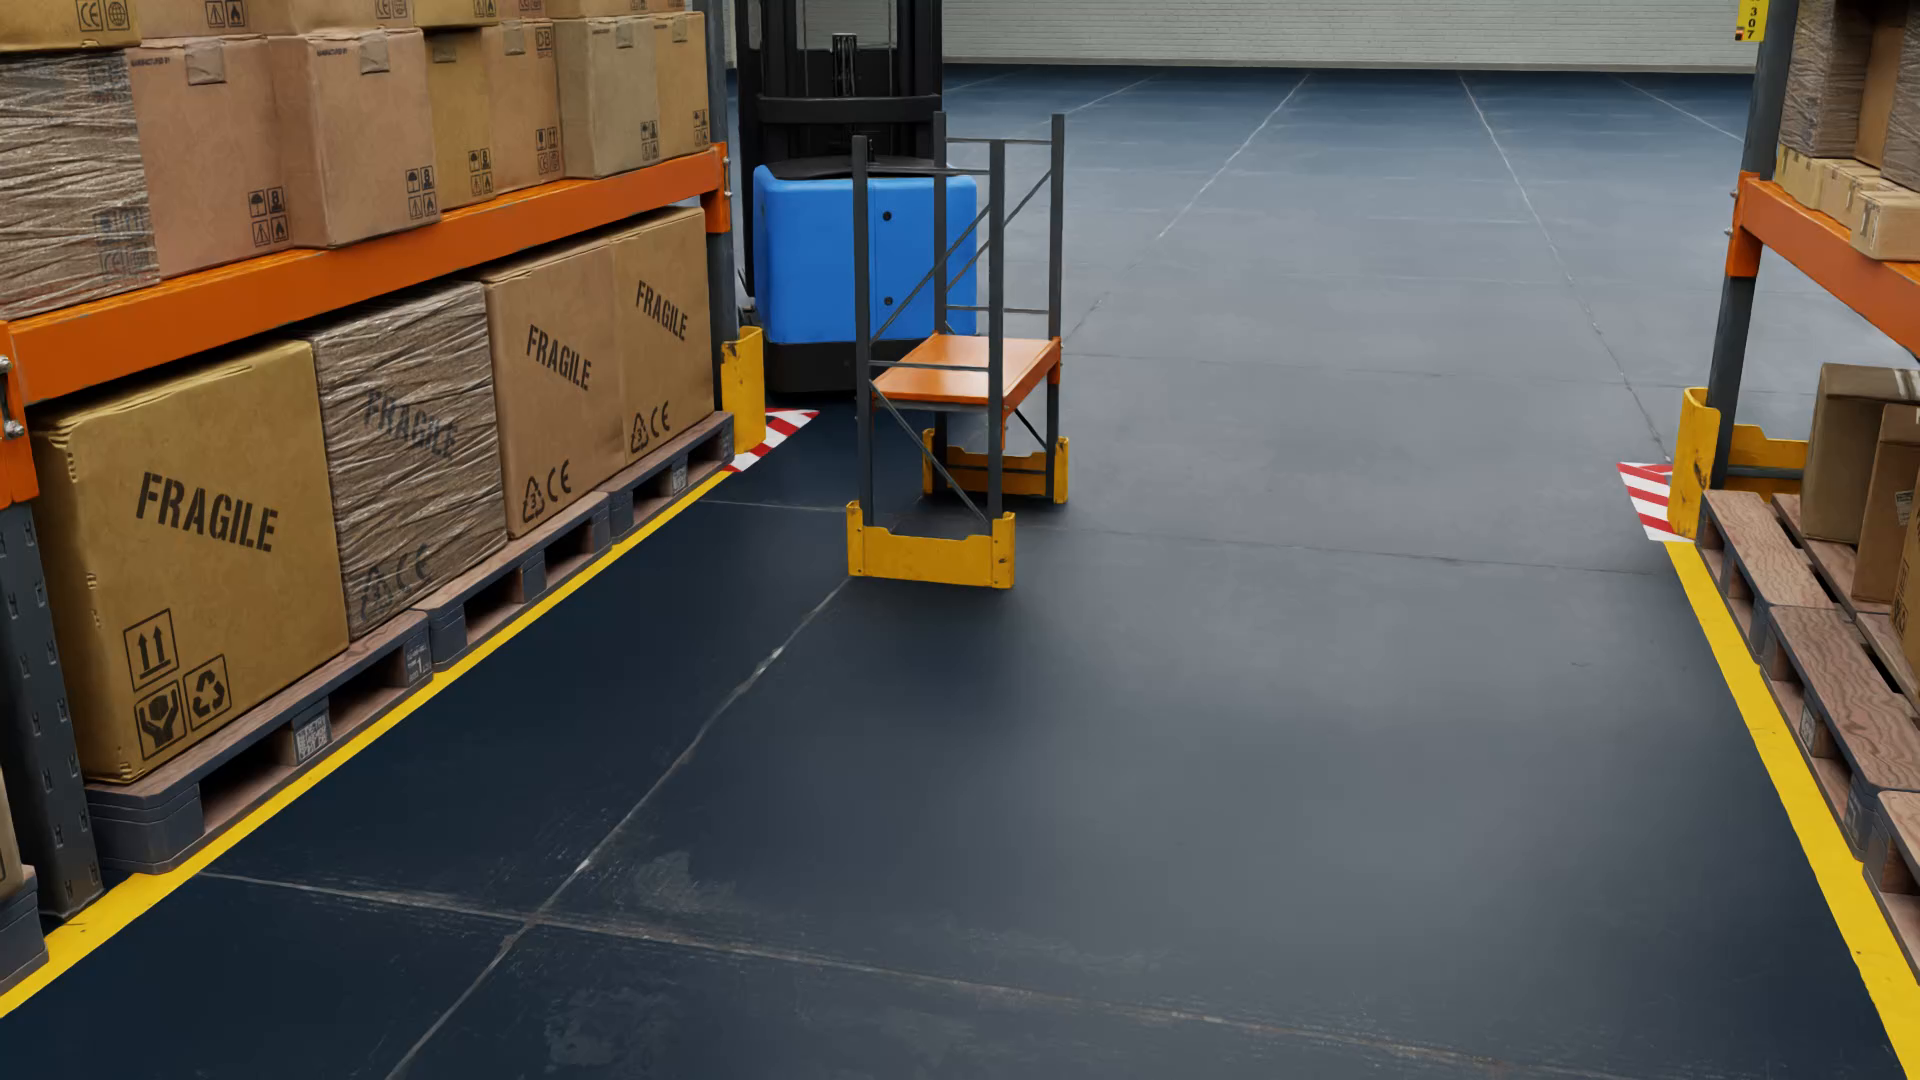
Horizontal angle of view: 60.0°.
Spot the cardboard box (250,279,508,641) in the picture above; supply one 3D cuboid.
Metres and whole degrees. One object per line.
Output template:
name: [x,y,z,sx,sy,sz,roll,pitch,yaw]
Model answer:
cardboard box: [-2.018,-0.295,5.048,0.875,0.875,0.875,5,19,14]

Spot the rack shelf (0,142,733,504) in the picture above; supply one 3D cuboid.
rack shelf: [-1.968,-0.914,5.335,1.077,0.370,4.000,5,19,13]

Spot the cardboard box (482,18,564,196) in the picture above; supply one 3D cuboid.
cardboard box: [-1.897,-1.492,5.684,0.875,0.550,0.550,5,19,13]

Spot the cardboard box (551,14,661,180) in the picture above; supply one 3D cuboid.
cardboard box: [-1.639,-1.658,6.169,0.875,0.550,0.550,5,19,13]

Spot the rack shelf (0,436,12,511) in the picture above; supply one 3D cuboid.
rack shelf: [-2.945,0.340,1.664,1.077,0.370,4.000,5,19,13]

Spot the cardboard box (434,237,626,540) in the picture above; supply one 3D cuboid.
cardboard box: [-1.793,-0.581,5.884,0.875,0.875,0.875,4,19,13]

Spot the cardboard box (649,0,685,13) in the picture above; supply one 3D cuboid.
cardboard box: [-1.607,-2.350,6.523,0.875,0.550,0.550,5,19,13]

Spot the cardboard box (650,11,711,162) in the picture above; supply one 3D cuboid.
cardboard box: [-1.526,-1.832,6.679,0.875,0.550,0.550,5,19,13]

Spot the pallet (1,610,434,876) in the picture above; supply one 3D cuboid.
pallet: [-2.194,0.460,4.514,1.003,0.211,1.213,5,19,13]

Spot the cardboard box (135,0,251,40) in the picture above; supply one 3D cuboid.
cardboard box: [-2.311,-1.504,4.047,0.875,0.550,0.550,5,19,13]

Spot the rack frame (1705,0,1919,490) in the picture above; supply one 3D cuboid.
rack frame: [3.306,-1.458,5.814,1.000,3.000,0.127,5,19,13]

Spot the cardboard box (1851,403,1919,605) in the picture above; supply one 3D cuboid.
cardboard box: [3.024,-0.089,5.025,0.500,0.500,0.500,10,21,28]

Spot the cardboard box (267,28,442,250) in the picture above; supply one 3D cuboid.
cardboard box: [-2.019,-1.149,4.679,0.875,0.550,0.550,5,19,13]

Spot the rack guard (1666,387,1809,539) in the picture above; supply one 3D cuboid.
rack guard: [3.288,-0.251,6.149,1.175,0.500,0.348,5,19,13]

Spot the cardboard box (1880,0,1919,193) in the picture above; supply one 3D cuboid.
cardboard box: [2.975,-1.156,4.316,0.875,0.500,0.500,5,19,13]

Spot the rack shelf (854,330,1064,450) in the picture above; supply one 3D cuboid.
rack shelf: [0.021,-0.566,6.082,0.538,0.185,1.000,5,19,13]

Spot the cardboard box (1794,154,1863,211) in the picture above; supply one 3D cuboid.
cardboard box: [2.850,-1.114,5.198,0.380,0.149,0.250,5,19,13]

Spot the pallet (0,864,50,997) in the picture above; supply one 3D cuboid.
pallet: [-2.572,0.940,3.108,1.003,0.211,1.213,5,19,13]

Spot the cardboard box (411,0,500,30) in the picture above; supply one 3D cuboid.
cardboard box: [-1.924,-1.829,4.999,0.875,0.550,0.500,5,19,13]

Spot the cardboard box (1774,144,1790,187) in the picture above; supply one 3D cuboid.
cardboard box: [3.005,-1.268,5.648,0.380,0.149,0.250,5,19,13]

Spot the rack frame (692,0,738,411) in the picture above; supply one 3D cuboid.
rack frame: [-1.479,-1.881,7.054,1.000,3.000,0.127,5,19,13]

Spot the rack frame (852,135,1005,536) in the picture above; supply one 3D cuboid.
rack frame: [-0.103,-0.577,5.557,0.500,1.500,0.032,5,19,13]

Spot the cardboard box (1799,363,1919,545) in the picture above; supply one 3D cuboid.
cardboard box: [3.137,-0.279,5.581,0.500,0.500,0.500,9,21,23]

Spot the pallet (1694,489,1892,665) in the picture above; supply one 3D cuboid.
pallet: [3.055,0.138,5.458,1.003,0.211,1.213,5,19,13]

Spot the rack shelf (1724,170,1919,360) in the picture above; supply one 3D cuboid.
rack shelf: [2.817,-0.490,4.095,1.077,0.370,4.000,5,19,13]

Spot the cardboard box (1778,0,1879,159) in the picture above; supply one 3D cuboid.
cardboard box: [3.145,-1.475,5.252,0.875,0.500,0.500,5,19,13]

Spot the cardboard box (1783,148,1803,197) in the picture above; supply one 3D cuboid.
cardboard box: [2.926,-1.191,5.423,0.380,0.149,0.250,5,19,13]

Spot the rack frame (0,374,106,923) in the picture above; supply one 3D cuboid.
rack frame: [-2.456,-0.627,3.383,1.000,3.000,0.127,5,19,13]

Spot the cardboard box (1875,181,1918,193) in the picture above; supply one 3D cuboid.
cardboard box: [2.706,-0.876,4.500,0.380,0.149,0.250,5,19,13]

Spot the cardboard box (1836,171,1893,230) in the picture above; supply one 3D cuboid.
cardboard box: [2.741,-0.956,4.736,0.380,0.149,0.250,5,19,13]

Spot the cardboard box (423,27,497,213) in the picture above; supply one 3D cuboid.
cardboard box: [-1.987,-1.323,5.188,0.875,0.550,0.500,5,19,13]

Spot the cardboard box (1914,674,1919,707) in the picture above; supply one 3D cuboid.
cardboard box: [2.673,0.277,3.953,0.500,0.500,0.500,3,19,9]

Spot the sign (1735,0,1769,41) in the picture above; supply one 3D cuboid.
sign: [2.780,-1.910,5.800,0.100,0.325,0.005,5,19,13]

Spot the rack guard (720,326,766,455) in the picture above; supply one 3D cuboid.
rack guard: [-1.473,-0.706,7.480,1.175,0.500,0.348,5,19,13]

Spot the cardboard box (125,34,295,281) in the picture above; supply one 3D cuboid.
cardboard box: [-2.265,-0.989,4.210,0.875,0.550,0.550,5,19,13]

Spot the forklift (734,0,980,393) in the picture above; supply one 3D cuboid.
forklift: [-0.686,-2.539,9.088,1.130,2.935,3.031,-4,19,-10]

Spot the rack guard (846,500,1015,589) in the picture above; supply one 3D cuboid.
rack guard: [-0.103,0.014,5.760,0.587,0.250,0.087,5,19,13]

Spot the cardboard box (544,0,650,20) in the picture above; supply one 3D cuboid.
cardboard box: [-1.652,-2.170,5.997,0.875,0.550,0.550,5,19,13]

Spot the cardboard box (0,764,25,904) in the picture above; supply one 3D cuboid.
cardboard box: [-2.521,0.440,3.089,1.050,0.750,0.750,5,19,13]

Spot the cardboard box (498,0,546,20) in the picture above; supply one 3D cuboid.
cardboard box: [-1.921,-2.005,5.515,0.875,0.550,0.550,5,19,13]

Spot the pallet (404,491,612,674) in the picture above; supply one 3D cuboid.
pallet: [-1.898,0.077,5.637,1.003,0.211,1.213,5,19,13]

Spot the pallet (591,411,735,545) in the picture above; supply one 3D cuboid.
pallet: [-1.598,-0.305,6.753,1.003,0.211,1.213,5,19,13]

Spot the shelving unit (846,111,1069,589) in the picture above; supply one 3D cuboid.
shelving unit: [0.019,-0.734,6.015,0.587,1.500,1.083,5,19,13]

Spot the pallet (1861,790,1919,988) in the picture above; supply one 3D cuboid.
pallet: [2.459,0.902,3.219,1.003,0.211,1.213,5,19,13]

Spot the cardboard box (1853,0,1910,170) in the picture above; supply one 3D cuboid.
cardboard box: [3.139,-1.309,4.765,0.875,0.500,0.500,5,19,13]

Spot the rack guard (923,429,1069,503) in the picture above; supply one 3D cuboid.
rack guard: [0.140,-0.298,6.674,0.587,0.250,0.087,5,19,13]

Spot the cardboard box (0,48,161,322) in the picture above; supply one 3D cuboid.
cardboard box: [-2.378,-0.815,3.700,0.875,0.550,0.550,5,19,13]

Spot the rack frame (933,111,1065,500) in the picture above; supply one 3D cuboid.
rack frame: [0.145,-0.896,6.490,0.500,1.500,0.032,5,19,13]

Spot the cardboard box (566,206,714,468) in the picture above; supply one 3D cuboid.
cardboard box: [-1.580,-0.856,6.692,0.875,0.875,0.875,5,19,14]

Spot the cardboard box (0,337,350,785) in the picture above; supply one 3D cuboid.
cardboard box: [-2.235,-0.012,4.220,0.875,0.875,0.875,5,19,14]

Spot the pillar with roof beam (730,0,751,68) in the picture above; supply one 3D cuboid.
pillar with roof beam: [-0.657,-14.386,34.383,9.100,9.000,0.400,5,19,13]

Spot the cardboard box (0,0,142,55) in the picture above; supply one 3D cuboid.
cardboard box: [-2.333,-1.322,3.515,0.875,0.550,0.550,5,19,13]

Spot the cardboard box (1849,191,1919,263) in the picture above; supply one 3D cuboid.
cardboard box: [2.545,-0.806,4.294,0.380,0.149,0.250,5,19,13]

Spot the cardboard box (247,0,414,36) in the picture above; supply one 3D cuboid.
cardboard box: [-2.046,-1.662,4.510,0.875,0.550,0.550,5,19,13]

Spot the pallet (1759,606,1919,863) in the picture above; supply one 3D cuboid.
pallet: [2.755,0.519,4.342,1.003,0.211,1.213,5,19,13]

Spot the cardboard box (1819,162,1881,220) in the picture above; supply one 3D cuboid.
cardboard box: [2.809,-1.034,4.963,0.380,0.149,0.250,5,19,13]

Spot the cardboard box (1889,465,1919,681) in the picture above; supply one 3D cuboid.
cardboard box: [2.853,0.106,4.455,0.500,0.500,0.500,7,20,18]
